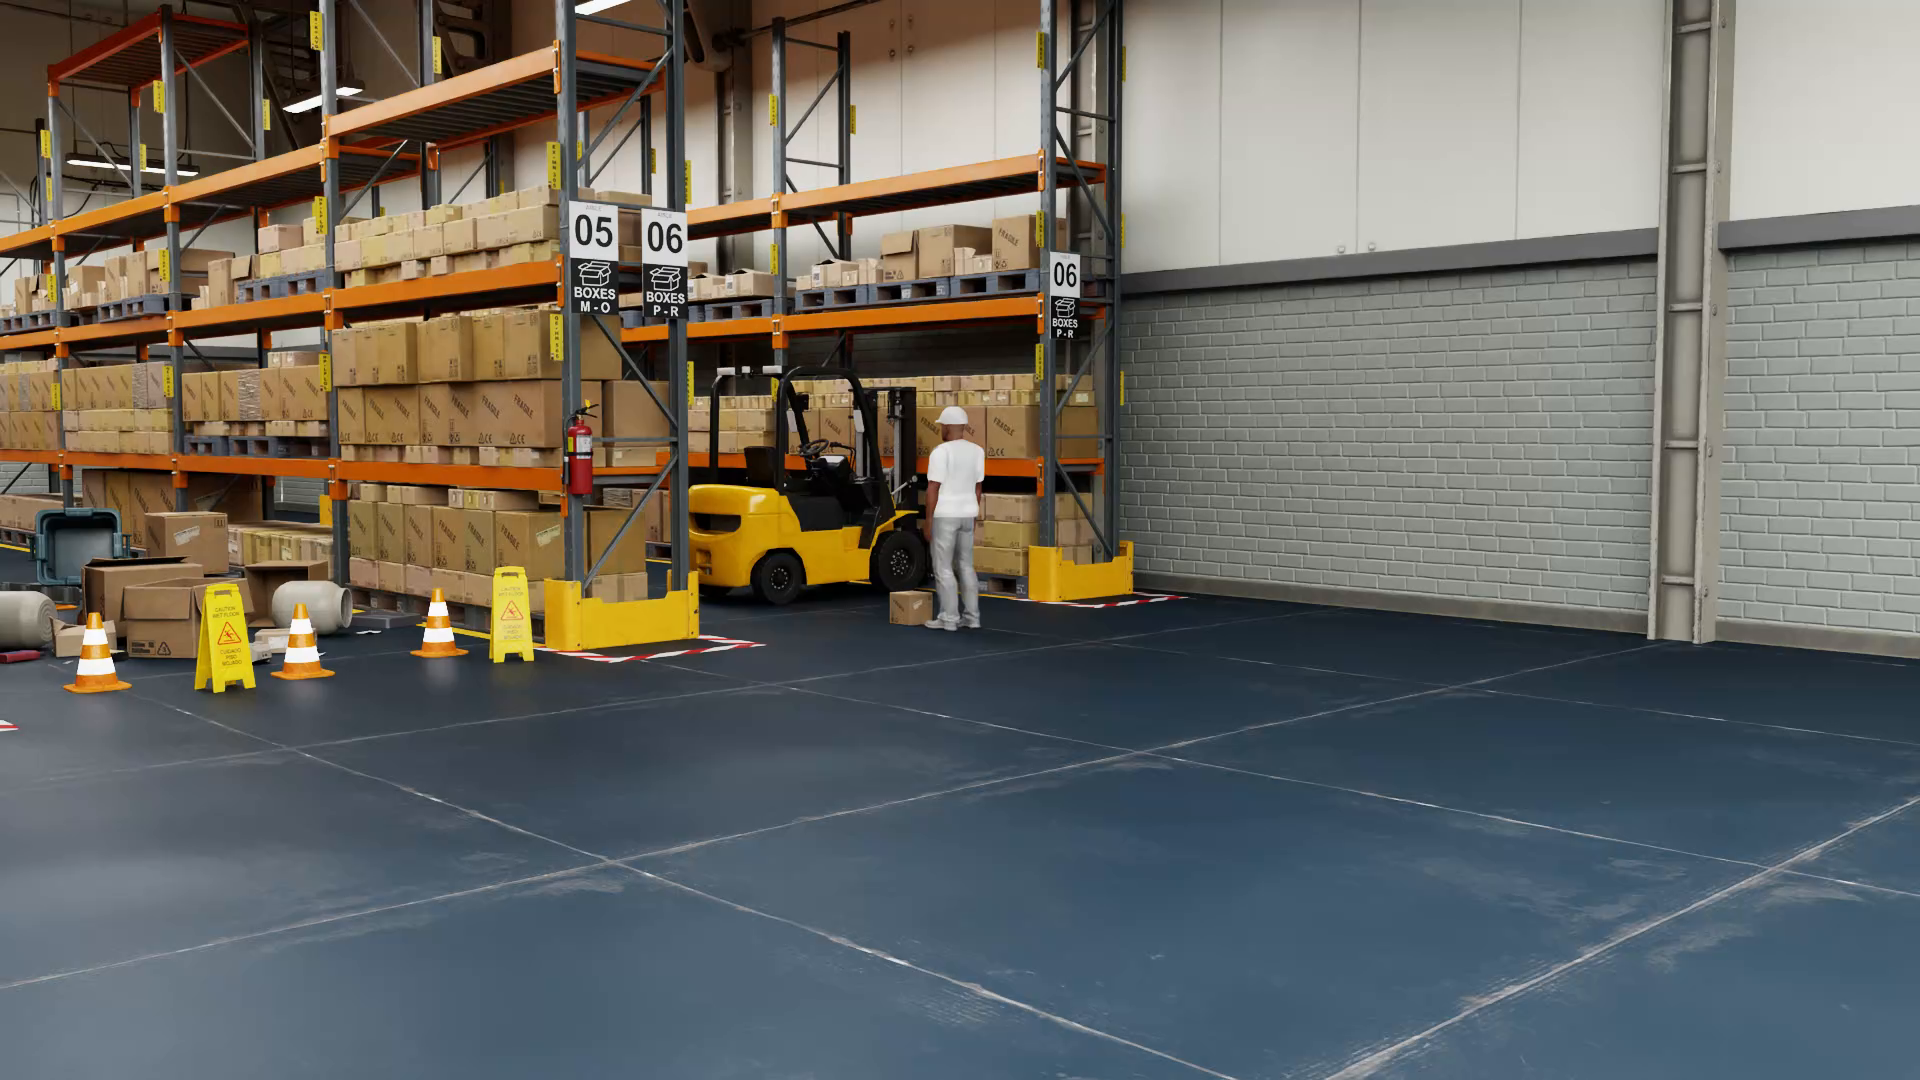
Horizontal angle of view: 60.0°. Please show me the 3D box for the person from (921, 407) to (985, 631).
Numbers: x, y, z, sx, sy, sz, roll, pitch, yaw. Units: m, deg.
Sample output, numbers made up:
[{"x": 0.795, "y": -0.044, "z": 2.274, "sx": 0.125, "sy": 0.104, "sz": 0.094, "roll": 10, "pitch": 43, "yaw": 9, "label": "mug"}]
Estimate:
[{"x": -0.061, "y": -0.170, "z": 13.176, "sx": 0.563, "sy": 1.767, "sz": 0.351, "roll": -4, "pitch": 5, "yaw": -43, "label": "person"}]
